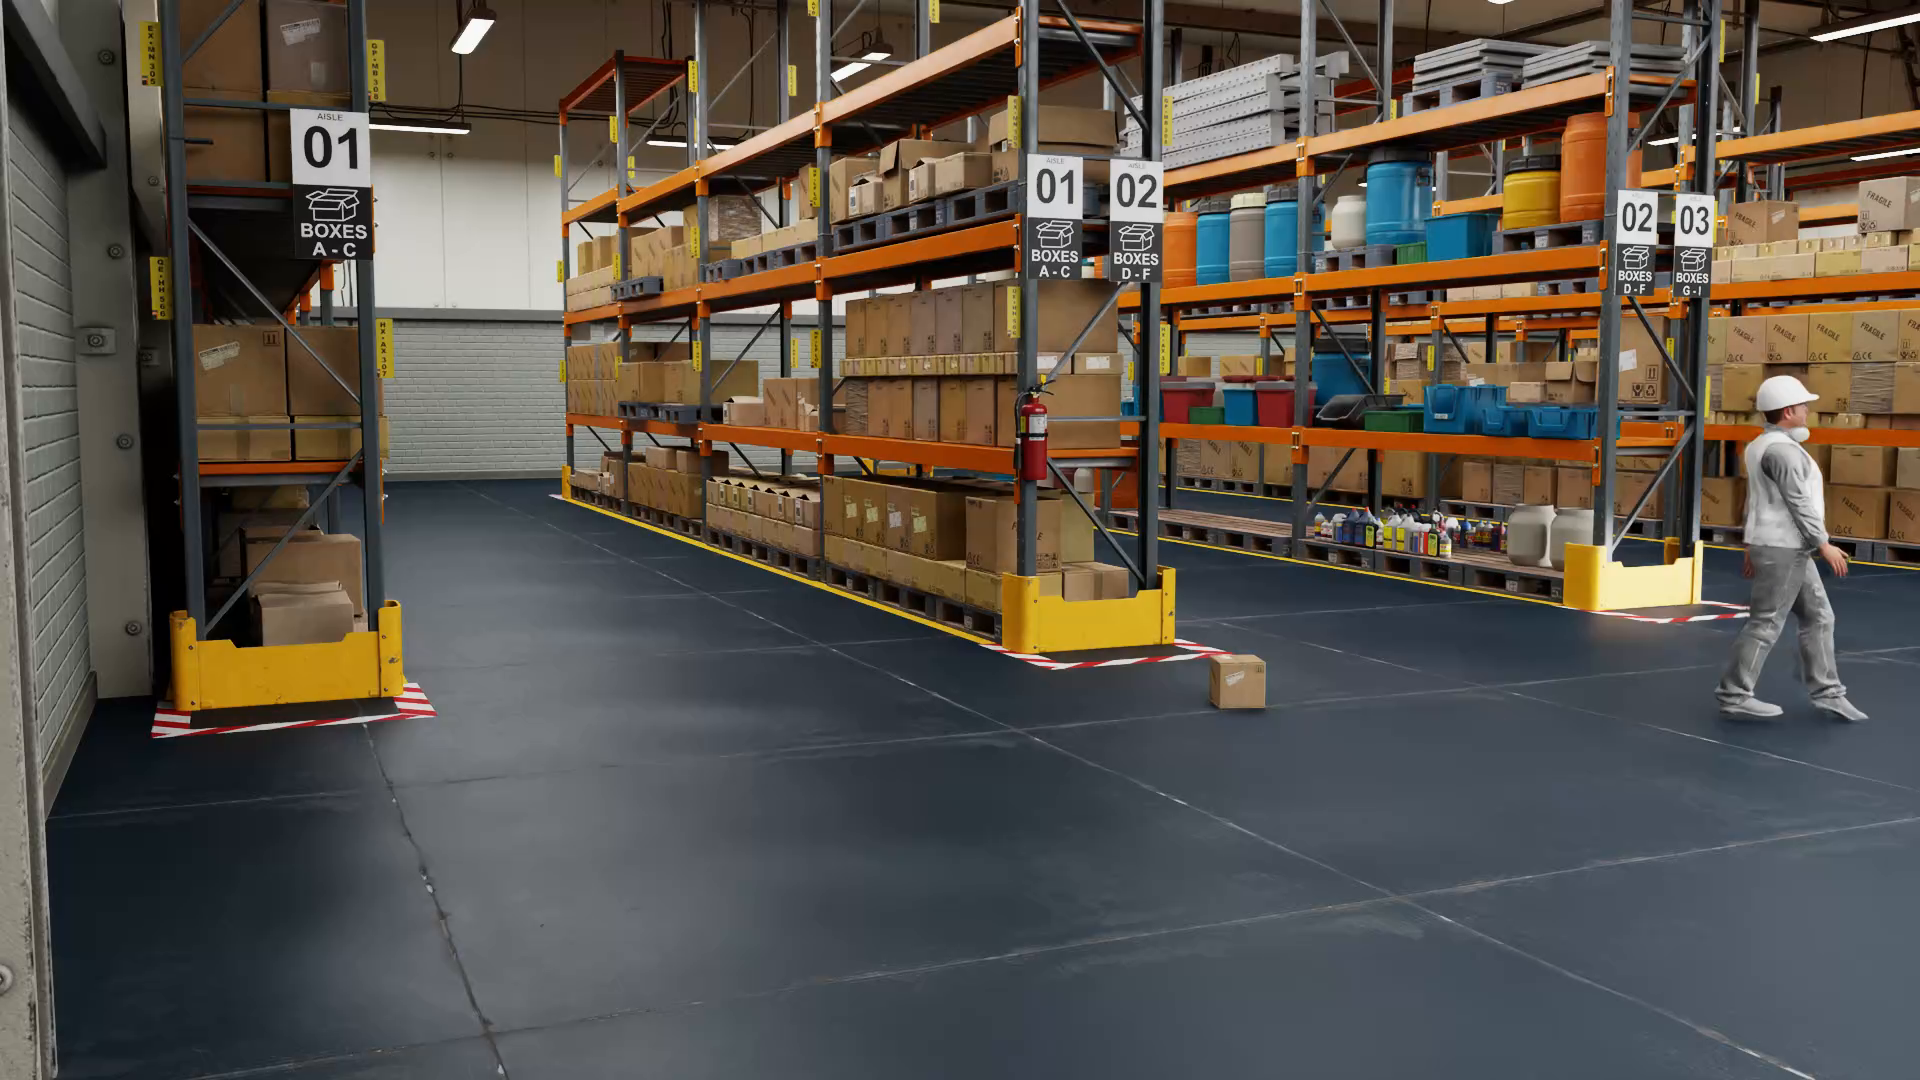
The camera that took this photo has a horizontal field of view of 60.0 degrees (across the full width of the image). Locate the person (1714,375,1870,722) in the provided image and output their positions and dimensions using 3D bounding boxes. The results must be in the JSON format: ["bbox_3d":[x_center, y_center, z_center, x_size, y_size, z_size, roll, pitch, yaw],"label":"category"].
[{"bbox_3d":[4.294,0.064,8.486,0.769,1.800,0.548,2,6,17],"label":"person"}]
